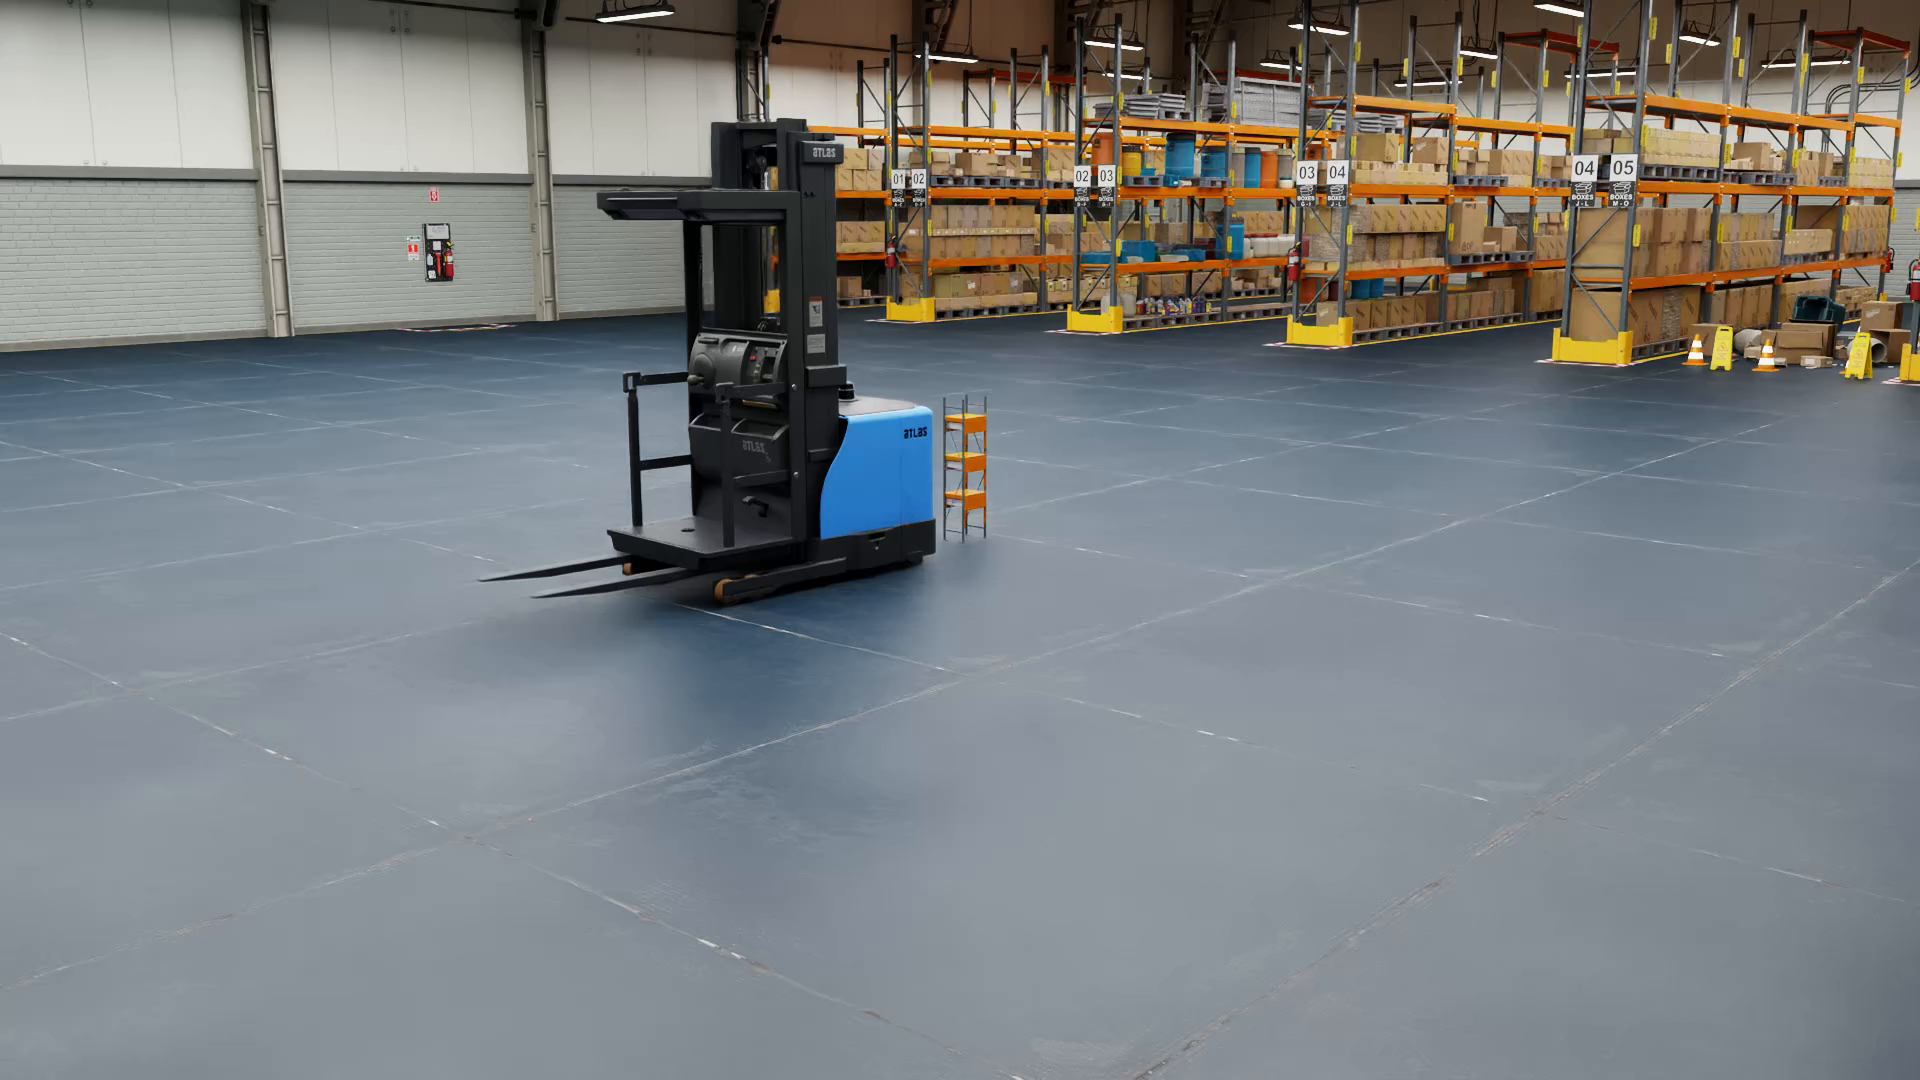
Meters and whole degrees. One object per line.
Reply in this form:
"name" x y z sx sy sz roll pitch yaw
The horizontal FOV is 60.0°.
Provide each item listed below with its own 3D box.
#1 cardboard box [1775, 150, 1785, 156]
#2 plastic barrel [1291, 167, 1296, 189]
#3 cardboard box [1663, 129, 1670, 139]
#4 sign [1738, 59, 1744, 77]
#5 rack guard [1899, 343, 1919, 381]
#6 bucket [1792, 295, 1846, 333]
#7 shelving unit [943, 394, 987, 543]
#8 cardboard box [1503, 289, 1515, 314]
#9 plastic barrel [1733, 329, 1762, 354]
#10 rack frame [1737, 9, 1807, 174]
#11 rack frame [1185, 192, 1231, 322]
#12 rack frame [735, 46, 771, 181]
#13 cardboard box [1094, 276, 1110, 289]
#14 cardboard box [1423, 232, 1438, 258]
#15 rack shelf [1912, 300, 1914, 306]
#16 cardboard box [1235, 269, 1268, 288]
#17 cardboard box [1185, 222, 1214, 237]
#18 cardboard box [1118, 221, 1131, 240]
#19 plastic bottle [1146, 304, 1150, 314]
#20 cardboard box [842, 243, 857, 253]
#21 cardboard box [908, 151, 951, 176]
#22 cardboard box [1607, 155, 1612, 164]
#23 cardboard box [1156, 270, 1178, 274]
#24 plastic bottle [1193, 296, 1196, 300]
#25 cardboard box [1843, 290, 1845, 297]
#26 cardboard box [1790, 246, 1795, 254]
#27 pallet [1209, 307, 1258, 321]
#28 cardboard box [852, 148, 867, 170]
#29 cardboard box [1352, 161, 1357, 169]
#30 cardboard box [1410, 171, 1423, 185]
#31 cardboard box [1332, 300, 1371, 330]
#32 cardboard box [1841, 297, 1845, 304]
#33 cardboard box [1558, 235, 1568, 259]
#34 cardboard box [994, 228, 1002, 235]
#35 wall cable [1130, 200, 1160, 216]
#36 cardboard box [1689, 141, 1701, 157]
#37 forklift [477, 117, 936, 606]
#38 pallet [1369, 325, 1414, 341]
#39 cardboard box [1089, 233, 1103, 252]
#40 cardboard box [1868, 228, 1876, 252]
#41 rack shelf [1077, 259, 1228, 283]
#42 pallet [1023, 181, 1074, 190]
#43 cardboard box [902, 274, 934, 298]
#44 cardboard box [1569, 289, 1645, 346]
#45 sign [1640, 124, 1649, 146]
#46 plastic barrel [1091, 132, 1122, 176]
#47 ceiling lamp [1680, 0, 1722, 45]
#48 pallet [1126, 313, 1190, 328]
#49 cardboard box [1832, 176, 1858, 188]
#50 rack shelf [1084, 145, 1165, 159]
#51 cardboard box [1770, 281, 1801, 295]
"cardboard box" 16.223 -7.669 33.082 0.396 0.266 0.258 10 15 40
"plastic barrel" 7.503 -8.305 38.190 0.421 0.512 0.421 0 11 0
"cardboard box" 10.999 -6.425 26.340 0.380 0.149 0.250 10 15 41
"sign" 14.904 -8.996 31.691 0.100 0.325 0.005 10 15 40
"rack guard" 13.872 -2.472 23.311 1.175 0.500 0.348 10 15 40
"bucket" 14.320 -3.722 27.666 0.620 0.611 0.726 5 7 -30
"shelving unit" 0.035 -0.523 12.148 0.215 1.050 0.252 10 15 40
"cardboard box" 11.232 -5.034 35.014 0.700 0.500 0.500 9 14 37
"plastic barrel" 13.081 -3.272 27.511 0.421 0.421 0.512 -2 11 -9
"rack frame" 15.318 -8.431 31.446 1.000 3.000 0.127 10 15 40
"rack frame" 5.298 -6.197 35.578 1.000 3.000 0.127 10 15 40
"rack frame" -4.784 -9.831 38.457 1.000 3.000 0.127 10 15 40
"cardboard box" 3.386 -6.299 40.605 0.500 0.311 0.500 10 15 40
"cardboard box" 8.675 -5.693 32.042 0.875 0.500 0.500 10 15 40
"rack shelf" 15.142 -3.628 24.554 1.077 0.370 4.000 10 15 40
"cardboard box" 8.097 -7.283 46.269 0.797 0.503 0.637 10 15 40
"cardboard box" 6.380 -8.229 44.425 0.700 0.500 0.500 4 12 21
"cardboard box" 4.466 -9.094 49.320 0.980 0.700 0.700 9 14 38
"plastic bottle" 3.925 -4.819 34.703 0.097 0.201 0.097 0 11 0
"cardboard box" -2.884 -7.157 40.717 0.500 0.250 0.500 10 15 40
"cardboard box" -0.678 -8.129 35.903 0.637 0.503 0.797 -11 16 -44
"cardboard box" 10.169 -6.044 26.470 0.380 0.149 0.250 10 15 41
"cardboard box" 5.367 -7.112 43.504 0.500 0.250 0.500 9 15 39
"plastic bottle" 4.981 -5.000 35.227 0.144 0.351 0.185 10 15 40
"cardboard box" 18.853 -5.319 35.869 0.380 0.149 0.250 9 15 39
"cardboard box" 16.120 -5.690 32.612 0.380 0.149 0.250 11 16 43
"pallet" 5.787 -4.950 36.455 1.003 0.211 1.213 10 15 40
"cardboard box" -2.627 -9.307 40.631 0.500 0.500 0.500 11 16 43
"cardboard box" 6.733 -6.571 29.161 0.380 0.149 0.250 10 15 40
"cardboard box" 8.229 -6.702 30.831 0.500 0.250 0.500 10 15 40
"cardboard box" 7.172 -4.130 30.541 0.500 0.500 0.500 -7 13 -33
"cardboard box" 18.852 -5.172 35.893 0.380 0.149 0.250 9 14 37
"cardboard box" 13.190 -6.456 36.619 0.500 0.500 0.500 10 15 41
"cardboard box" 0.722 -6.951 37.441 0.380 0.149 0.250 10 15 42
"wall cable" 5.912 -10.052 52.287 0.084 1.984 1.851 10 15 40
"cardboard box" 11.880 -6.445 27.460 0.500 0.250 0.500 10 15 40
"forklift" -1.570 -1.148 10.476 3.031 2.935 1.130 -11 16 -44
"pallet" 7.796 -3.905 31.225 1.003 0.211 1.213 10 15 40
"cardboard box" 3.125 -7.226 40.478 0.500 0.500 0.500 9 14 37
"cardboard box" 19.824 -6.610 36.634 0.500 0.500 0.500 10 15 41
"rack shelf" 3.978 -5.550 34.175 1.077 0.370 4.000 10 15 40
"pallet" 2.152 -8.346 39.170 0.805 0.209 1.217 9 14 38
"cardboard box" -0.930 -5.592 36.583 0.500 0.500 0.500 10 15 40
"cardboard box" 10.435 -3.584 26.850 0.875 0.875 0.875 10 15 41
"sign" 10.450 -6.177 25.390 0.100 0.325 0.005 10 15 40
"plastic barrel" 2.883 -7.584 32.695 0.600 0.830 0.708 10 15 40
"ceiling lamp" 15.819 -12.059 34.707 0.800 3.185 2.000 10 15 40
"pallet" 4.018 -4.556 34.481 1.003 0.211 1.213 10 15 40
"cardboard box" 18.462 -7.509 34.871 0.500 0.250 0.500 11 16 43
"rack shelf" 4.457 -11.342 48.880 1.077 0.370 4.000 10 15 40
"cardboard box" 16.290 -4.981 32.888 0.500 0.250 0.500 10 15 40
